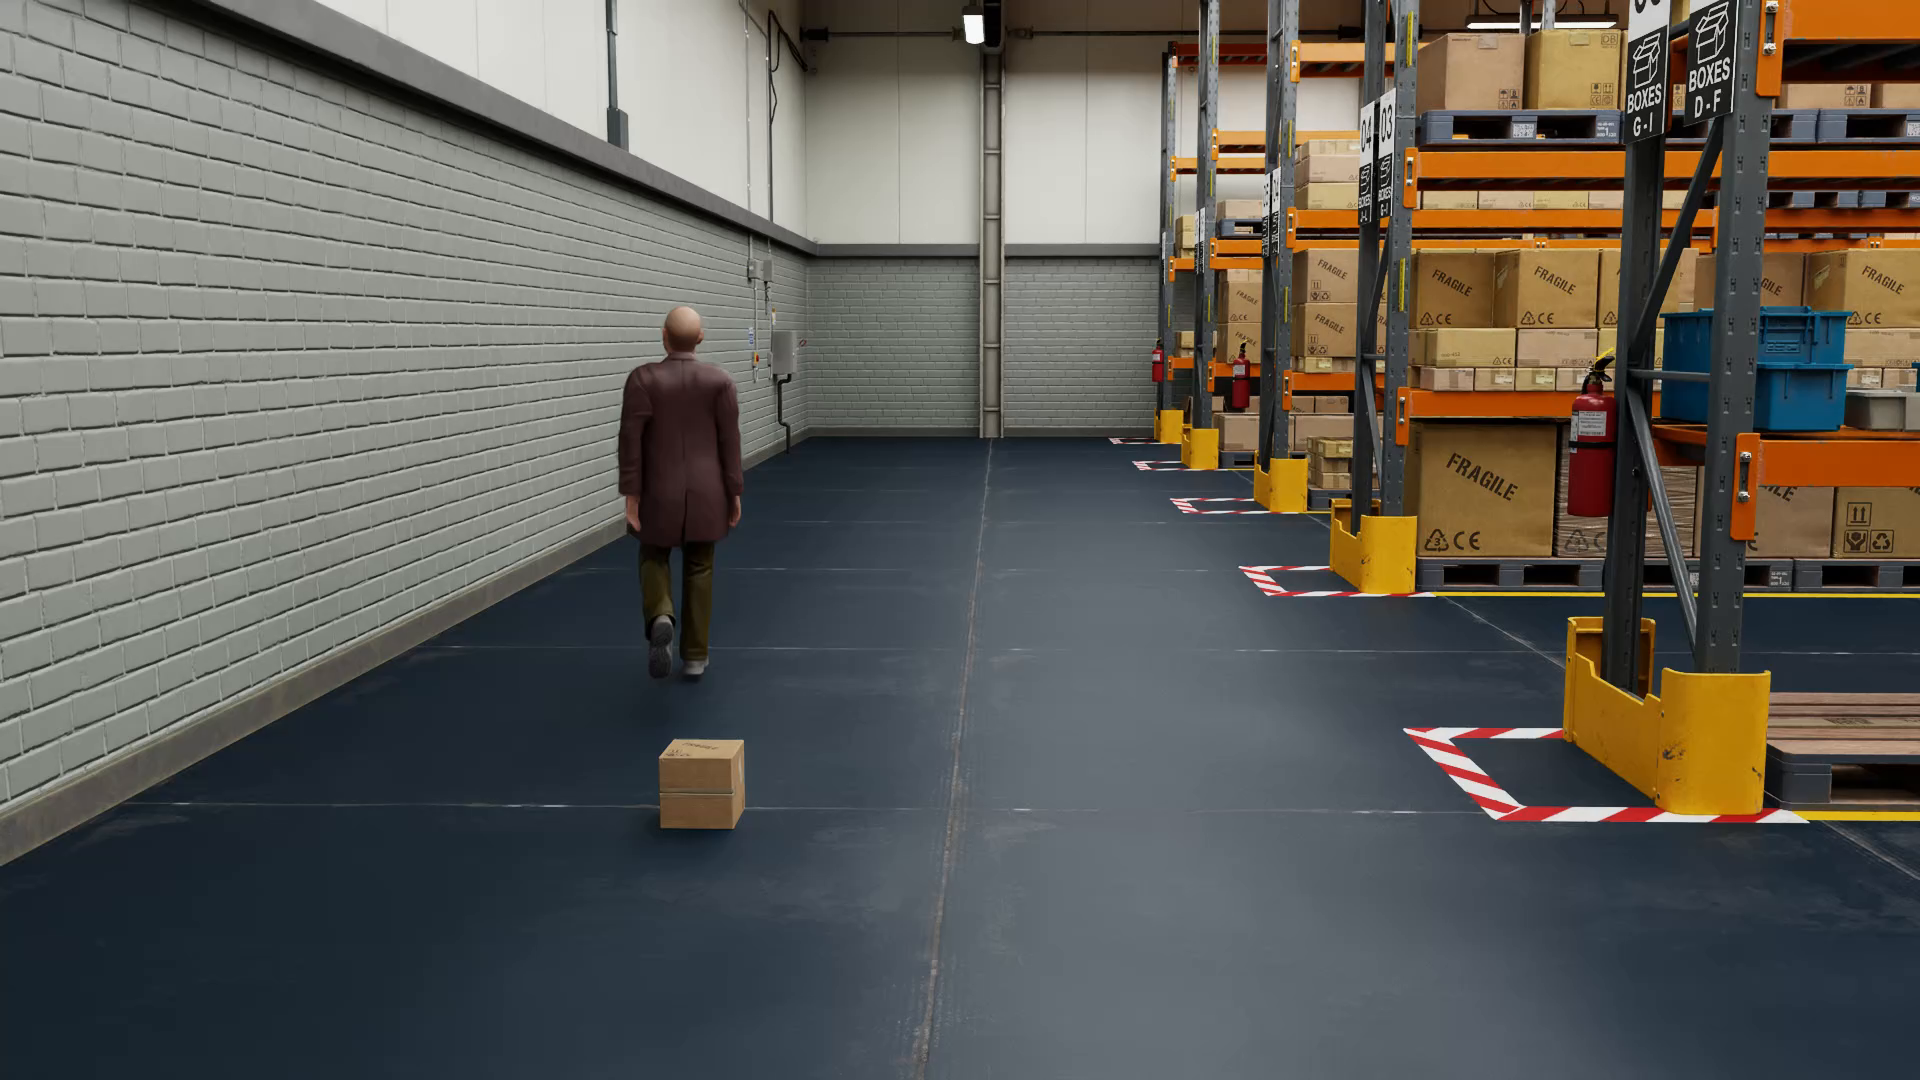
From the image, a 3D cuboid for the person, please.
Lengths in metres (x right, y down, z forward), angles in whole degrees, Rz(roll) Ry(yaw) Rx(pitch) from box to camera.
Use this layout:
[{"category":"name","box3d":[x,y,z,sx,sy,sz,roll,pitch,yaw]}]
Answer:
[{"category":"person","box3d":[-1.329,-0.226,7.945,0.596,1.763,0.584,-1,7,-12]}]
